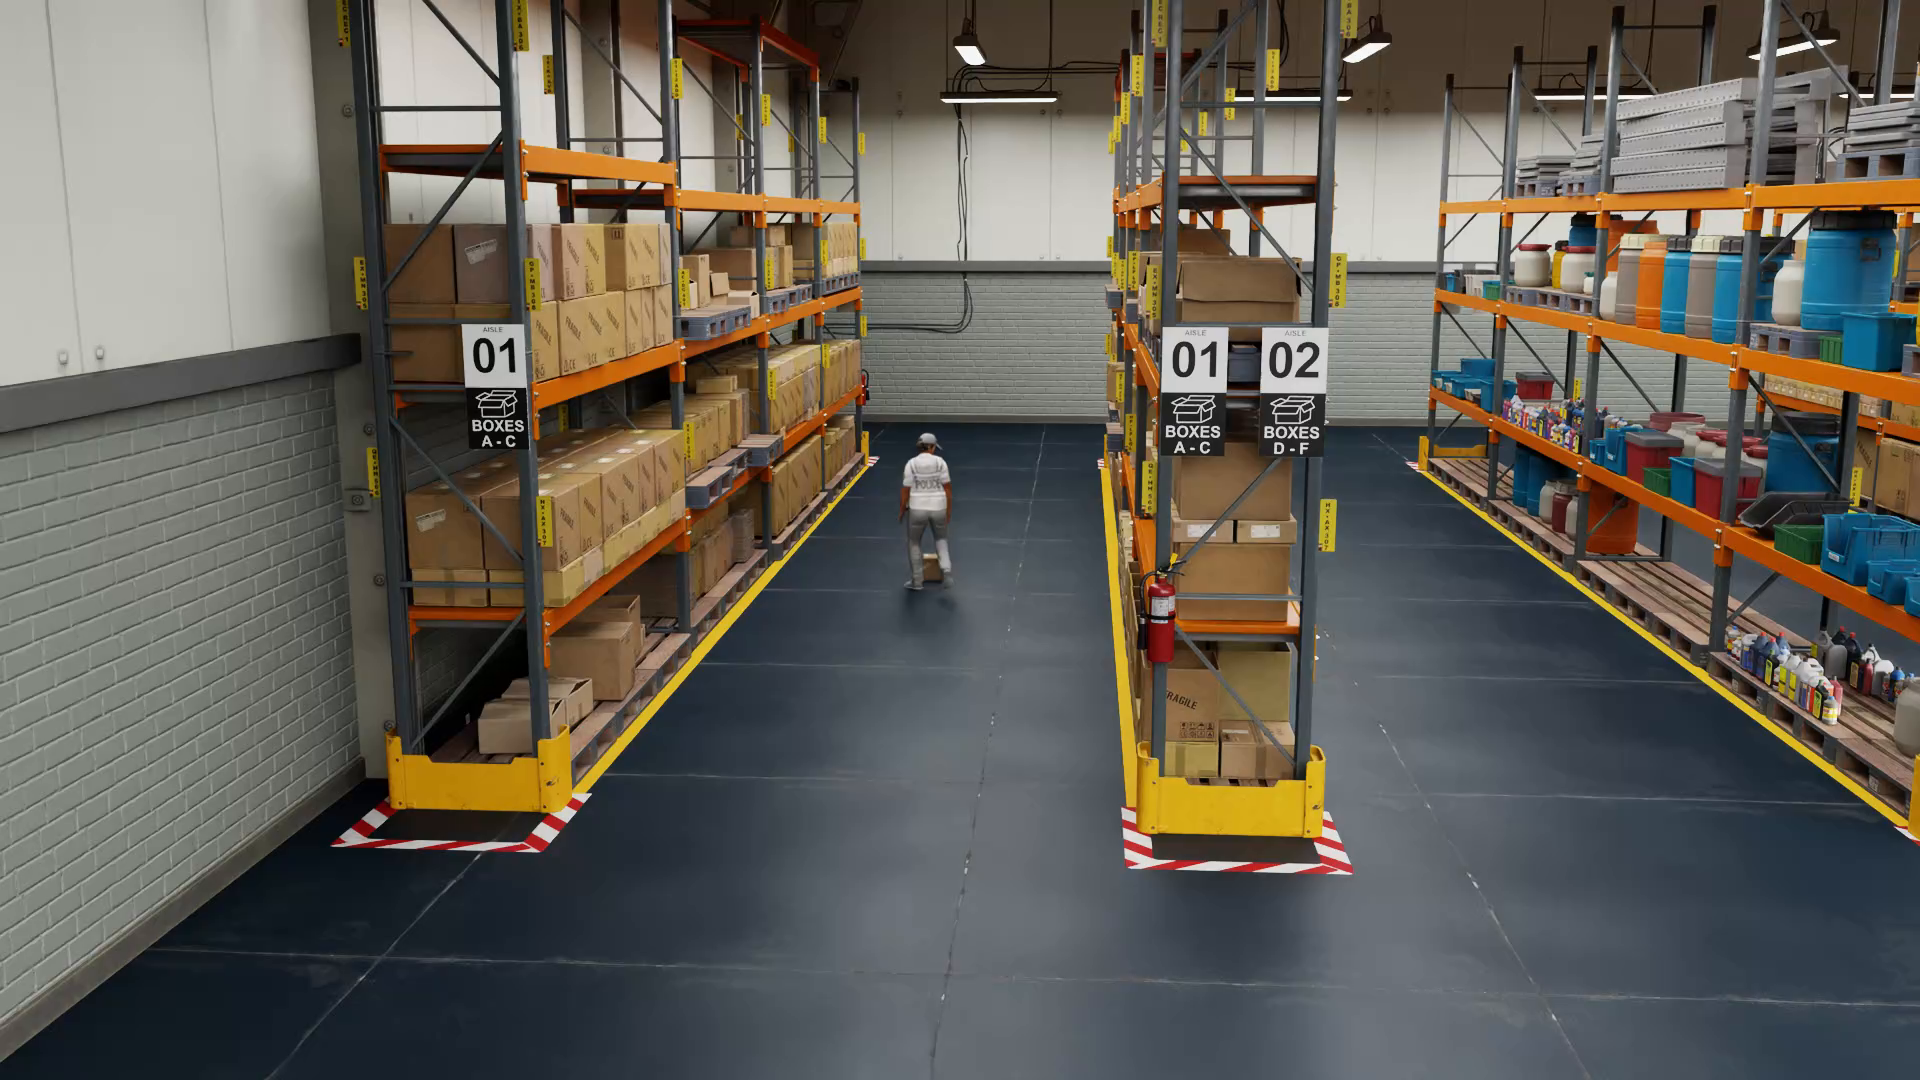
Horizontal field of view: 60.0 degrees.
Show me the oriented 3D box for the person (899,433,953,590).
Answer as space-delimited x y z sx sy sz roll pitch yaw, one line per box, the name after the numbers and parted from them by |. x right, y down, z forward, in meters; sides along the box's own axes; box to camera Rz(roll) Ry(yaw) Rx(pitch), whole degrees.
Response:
-0.345 -0.284 17.313 0.535 1.653 0.500 -3 11 -17 | person
